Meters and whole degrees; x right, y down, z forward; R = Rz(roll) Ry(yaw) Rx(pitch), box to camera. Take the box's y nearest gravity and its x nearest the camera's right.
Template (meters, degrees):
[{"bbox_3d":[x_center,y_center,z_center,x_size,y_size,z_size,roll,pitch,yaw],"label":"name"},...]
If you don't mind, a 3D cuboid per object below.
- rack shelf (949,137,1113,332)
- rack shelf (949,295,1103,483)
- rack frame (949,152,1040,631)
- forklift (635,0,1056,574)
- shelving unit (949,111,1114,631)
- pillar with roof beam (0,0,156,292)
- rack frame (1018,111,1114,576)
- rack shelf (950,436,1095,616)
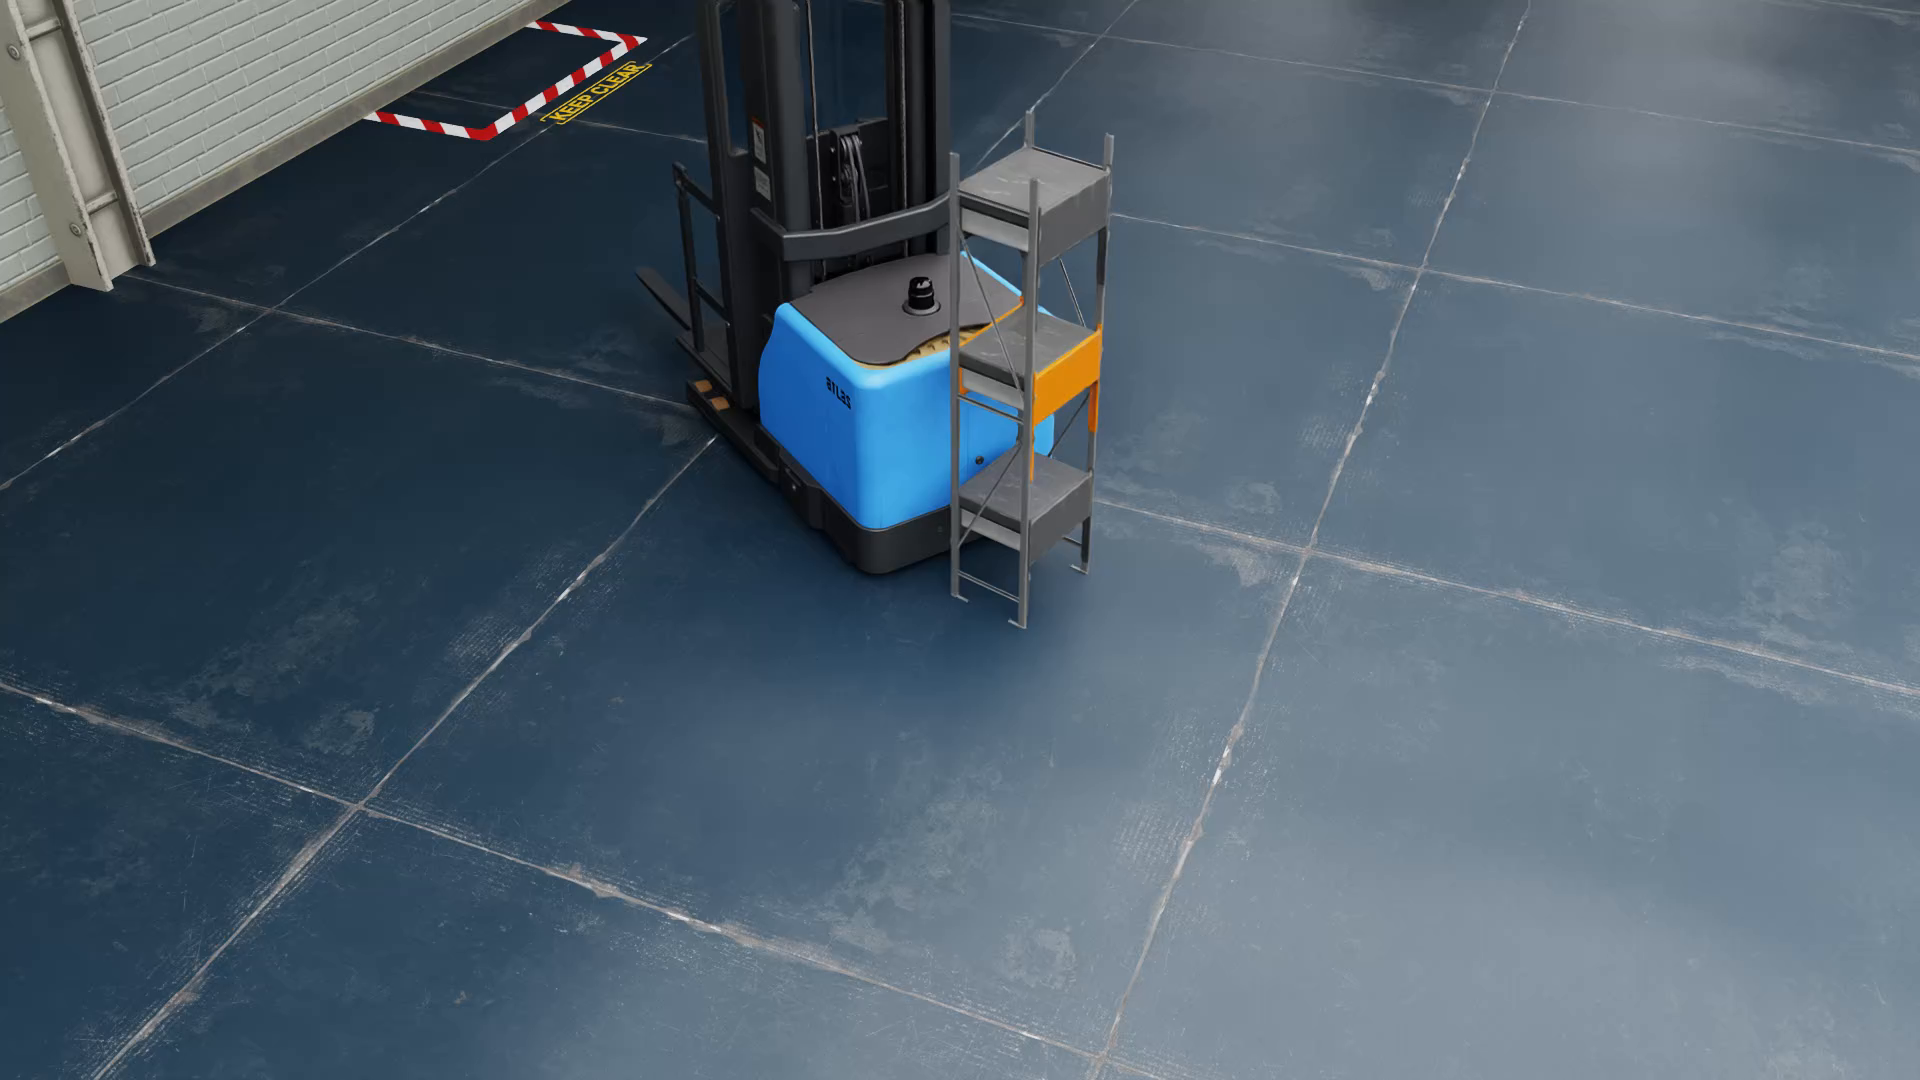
[{"bbox_3d":[0.272,-1.189,6.440,0.431,0.518,0.480,24,43,29],"label":"rack shelf"},{"bbox_3d":[0.272,-0.628,6.859,0.431,0.518,0.480,24,43,29],"label":"rack shelf"},{"bbox_3d":[0.124,-0.522,6.695,0.400,2.100,0.015,24,43,29],"label":"rack frame"},{"bbox_3d":[-0.762,-1.875,7.811,1.130,2.935,3.031,-21,41,-25],"label":"forklift"},{"bbox_3d":[0.272,-0.639,6.851,0.431,2.100,0.503,24,43,29],"label":"shelving unit"},{"bbox_3d":[-1.055,-4.214,5.872,9.100,9.000,0.400,14,39,18],"label":"pillar with roof beam"},{"bbox_3d":[0.419,-0.755,7.007,0.400,2.100,0.015,24,43,29],"label":"rack frame"},{"bbox_3d":[0.272,-0.067,7.278,0.431,0.518,0.480,24,43,29],"label":"rack shelf"}]
